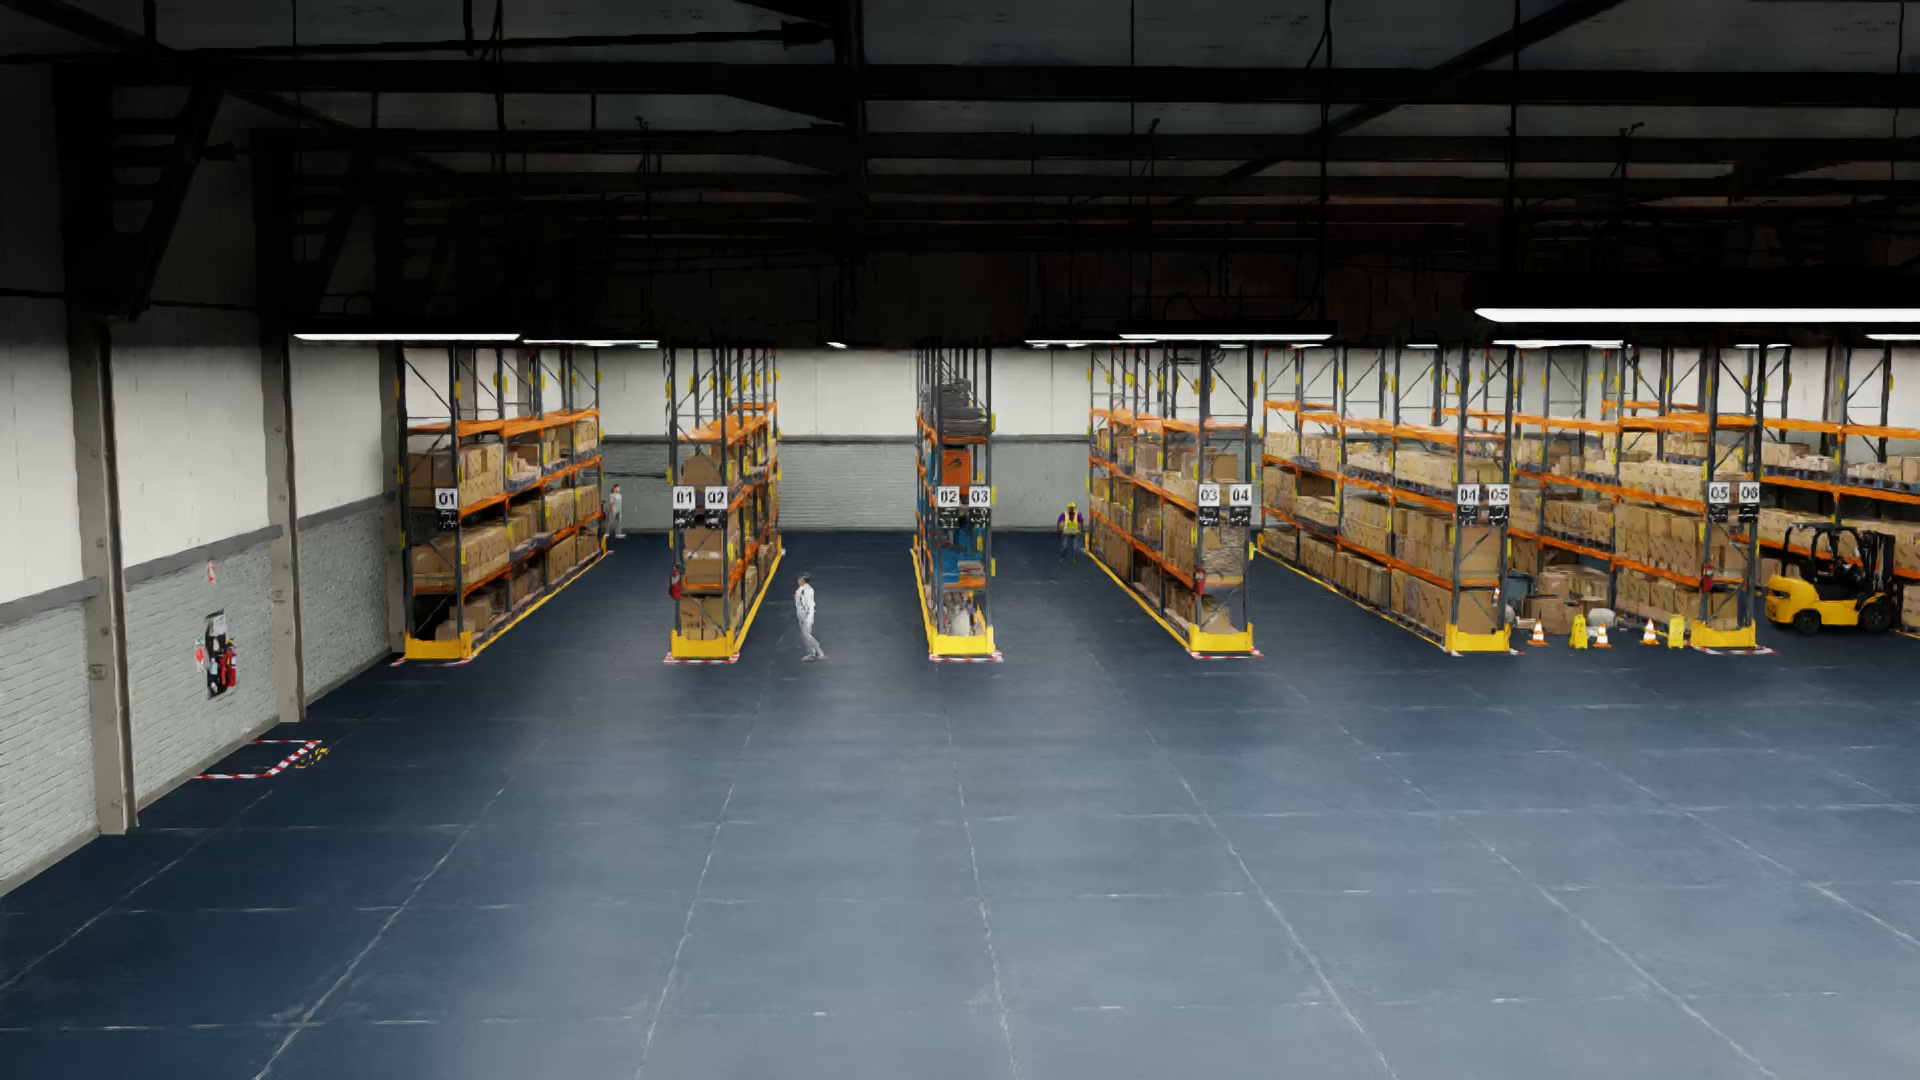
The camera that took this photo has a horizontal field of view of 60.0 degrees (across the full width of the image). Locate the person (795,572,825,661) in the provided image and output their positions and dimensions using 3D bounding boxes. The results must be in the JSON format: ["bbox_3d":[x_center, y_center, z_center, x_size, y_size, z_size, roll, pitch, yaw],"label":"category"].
[{"bbox_3d":[-2.789,1.407,30.698,0.450,1.659,0.630,-5,8,-35],"label":"person"}]

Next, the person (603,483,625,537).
[{"bbox_3d":[-10.680,-0.898,51.125,0.452,1.653,0.645,5,8,37],"label":"person"}]

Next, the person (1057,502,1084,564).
[{"bbox_3d":[2.957,-0.185,44.617,0.719,1.714,0.578,0,7,-4],"label":"person"}]

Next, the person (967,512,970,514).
[{"bbox_3d":[0.363,-0.975,51.525,0.682,1.715,0.542,-1,7,-5],"label":"person"}]
